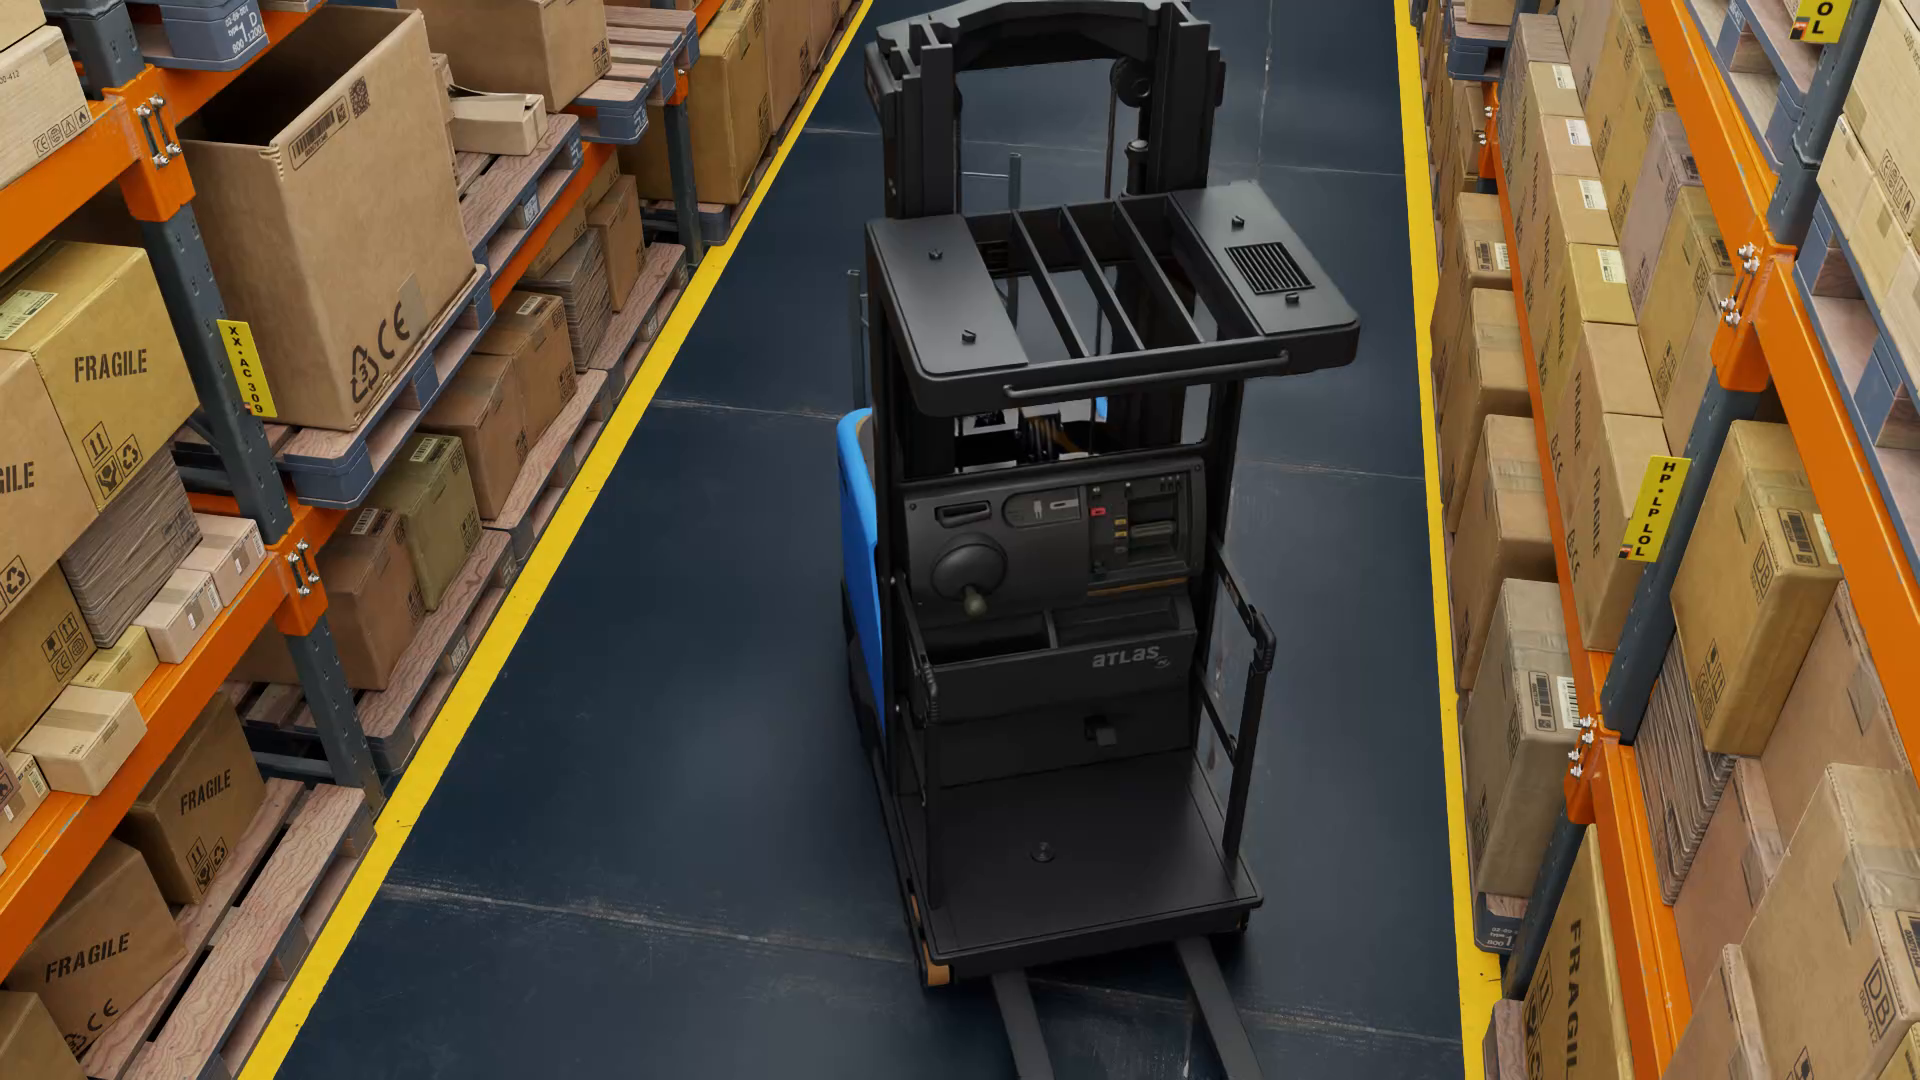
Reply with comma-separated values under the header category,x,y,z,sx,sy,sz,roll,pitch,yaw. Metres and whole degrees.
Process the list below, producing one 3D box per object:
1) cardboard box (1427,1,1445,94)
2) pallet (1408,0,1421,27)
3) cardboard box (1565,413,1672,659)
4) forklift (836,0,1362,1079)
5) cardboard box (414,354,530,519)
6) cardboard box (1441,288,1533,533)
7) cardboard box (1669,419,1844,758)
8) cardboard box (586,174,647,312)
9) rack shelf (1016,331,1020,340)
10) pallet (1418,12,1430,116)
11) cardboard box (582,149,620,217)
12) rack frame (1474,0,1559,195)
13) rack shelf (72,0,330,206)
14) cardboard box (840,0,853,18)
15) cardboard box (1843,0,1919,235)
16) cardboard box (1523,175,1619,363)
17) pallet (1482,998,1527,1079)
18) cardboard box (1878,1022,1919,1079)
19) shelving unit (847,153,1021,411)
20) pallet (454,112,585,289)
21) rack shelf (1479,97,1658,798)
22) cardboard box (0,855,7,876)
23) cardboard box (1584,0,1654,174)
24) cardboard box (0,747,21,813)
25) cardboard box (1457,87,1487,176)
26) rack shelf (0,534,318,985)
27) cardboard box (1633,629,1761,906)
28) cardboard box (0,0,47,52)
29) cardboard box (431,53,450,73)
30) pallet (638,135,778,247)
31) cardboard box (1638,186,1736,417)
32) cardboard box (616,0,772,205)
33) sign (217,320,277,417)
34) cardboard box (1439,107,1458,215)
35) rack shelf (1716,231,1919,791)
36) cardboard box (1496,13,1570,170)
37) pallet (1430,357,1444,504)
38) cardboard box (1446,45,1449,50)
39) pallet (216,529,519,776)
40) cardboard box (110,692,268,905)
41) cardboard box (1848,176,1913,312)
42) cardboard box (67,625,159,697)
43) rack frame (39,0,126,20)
category,x,y,z,sx,sy,sz,roll,pitch,yaw
cardboard box,3.172,-3.058,10.226,0.500,0.500,0.500,8,40,10
pallet,3.732,-3.976,11.894,1.003,0.211,1.213,6,40,8
cardboard box,2.093,-0.001,4.818,0.500,0.500,0.500,6,40,7
forklift,0.344,0.070,4.865,1.130,2.935,3.031,-8,40,-9
cardboard box,-2.276,-0.453,7.060,0.700,0.500,0.500,3,40,4
cardboard box,2.617,-0.489,6.923,1.050,0.750,0.750,7,40,8
cardboard box,2.169,0.149,3.751,0.875,0.550,0.550,6,40,8
cardboard box,-2.005,-1.509,8.338,0.700,0.500,0.500,4,40,5
rack shelf,-0.081,-0.561,7.033,0.538,0.185,1.000,6,40,7
pallet,3.517,-3.062,10.788,1.003,0.211,1.213,6,40,8
cardboard box,-1.995,-1.797,8.098,0.500,0.250,0.500,8,40,9
rack frame,2.959,-2.115,7.455,1.000,3.000,0.127,6,40,8
rack shelf,-2.255,-2.349,5.948,1.077,0.370,4.000,6,40,8
cardboard box,-1.308,-4.175,11.284,1.225,0.875,0.875,7,40,8
cardboard box,1.906,-0.742,2.916,0.500,0.250,0.500,7,40,8
cardboard box,2.354,-0.954,5.971,0.500,0.500,0.500,6,40,7
pallet,2.058,1.938,4.740,1.003,0.211,1.213,6,40,8
cardboard box,1.875,1.164,2.523,0.875,0.550,0.500,6,40,8
shelving unit,-0.081,-0.699,6.919,0.538,1.500,1.048,6,40,7
pallet,-2.211,-1.405,6.746,1.003,0.211,1.213,6,40,8
rack shelf,2.612,-0.583,6.166,1.077,0.370,4.000,6,40,8
cardboard box,-2.614,0.828,4.092,0.380,0.149,0.250,6,40,8
cardboard box,2.698,-1.619,5.991,0.700,0.500,0.500,6,40,7
cardboard box,-2.849,0.542,3.929,0.875,0.500,0.500,6,40,8
cardboard box,2.819,-2.061,8.432,0.500,0.250,0.500,6,40,7
rack shelf,-2.947,1.317,3.868,1.077,0.370,4.000,6,40,8
cardboard box,2.214,0.570,4.089,0.875,0.550,0.550,6,40,8
cardboard box,-2.373,-1.231,3.836,0.380,0.149,0.250,8,40,9
cardboard box,-2.426,-1.803,6.865,0.500,0.250,0.500,5,40,6
pallet,-1.698,-2.138,9.670,1.003,0.211,1.213,6,40,8
cardboard box,2.434,-0.664,4.836,0.700,0.500,0.500,6,40,7
cardboard box,-1.769,-2.500,9.257,1.225,0.875,0.875,5,40,6
sign,-2.066,-0.494,4.814,0.100,0.325,0.005,6,40,8
cardboard box,2.909,-2.081,9.045,0.500,0.500,0.500,8,40,9
rack shelf,1.920,0.771,2.174,1.077,0.370,4.000,6,40,8
cardboard box,2.615,-1.902,7.118,0.500,0.500,0.500,7,40,8
pallet,2.748,-0.554,7.755,1.003,0.211,1.213,6,40,8
cardboard box,3.080,-3.025,9.598,0.500,0.250,0.500,8,40,9
pallet,-2.468,0.371,6.636,1.003,0.211,1.213,6,40,8
cardboard box,-2.710,0.833,5.521,0.500,0.500,0.500,5,40,6
cardboard box,1.826,-0.511,2.949,0.380,0.149,0.250,7,40,8
cardboard box,-2.504,0.355,4.664,0.380,0.149,0.250,6,40,8
rack frame,-2.601,-2.528,3.245,1.000,3.000,0.127,6,40,8
